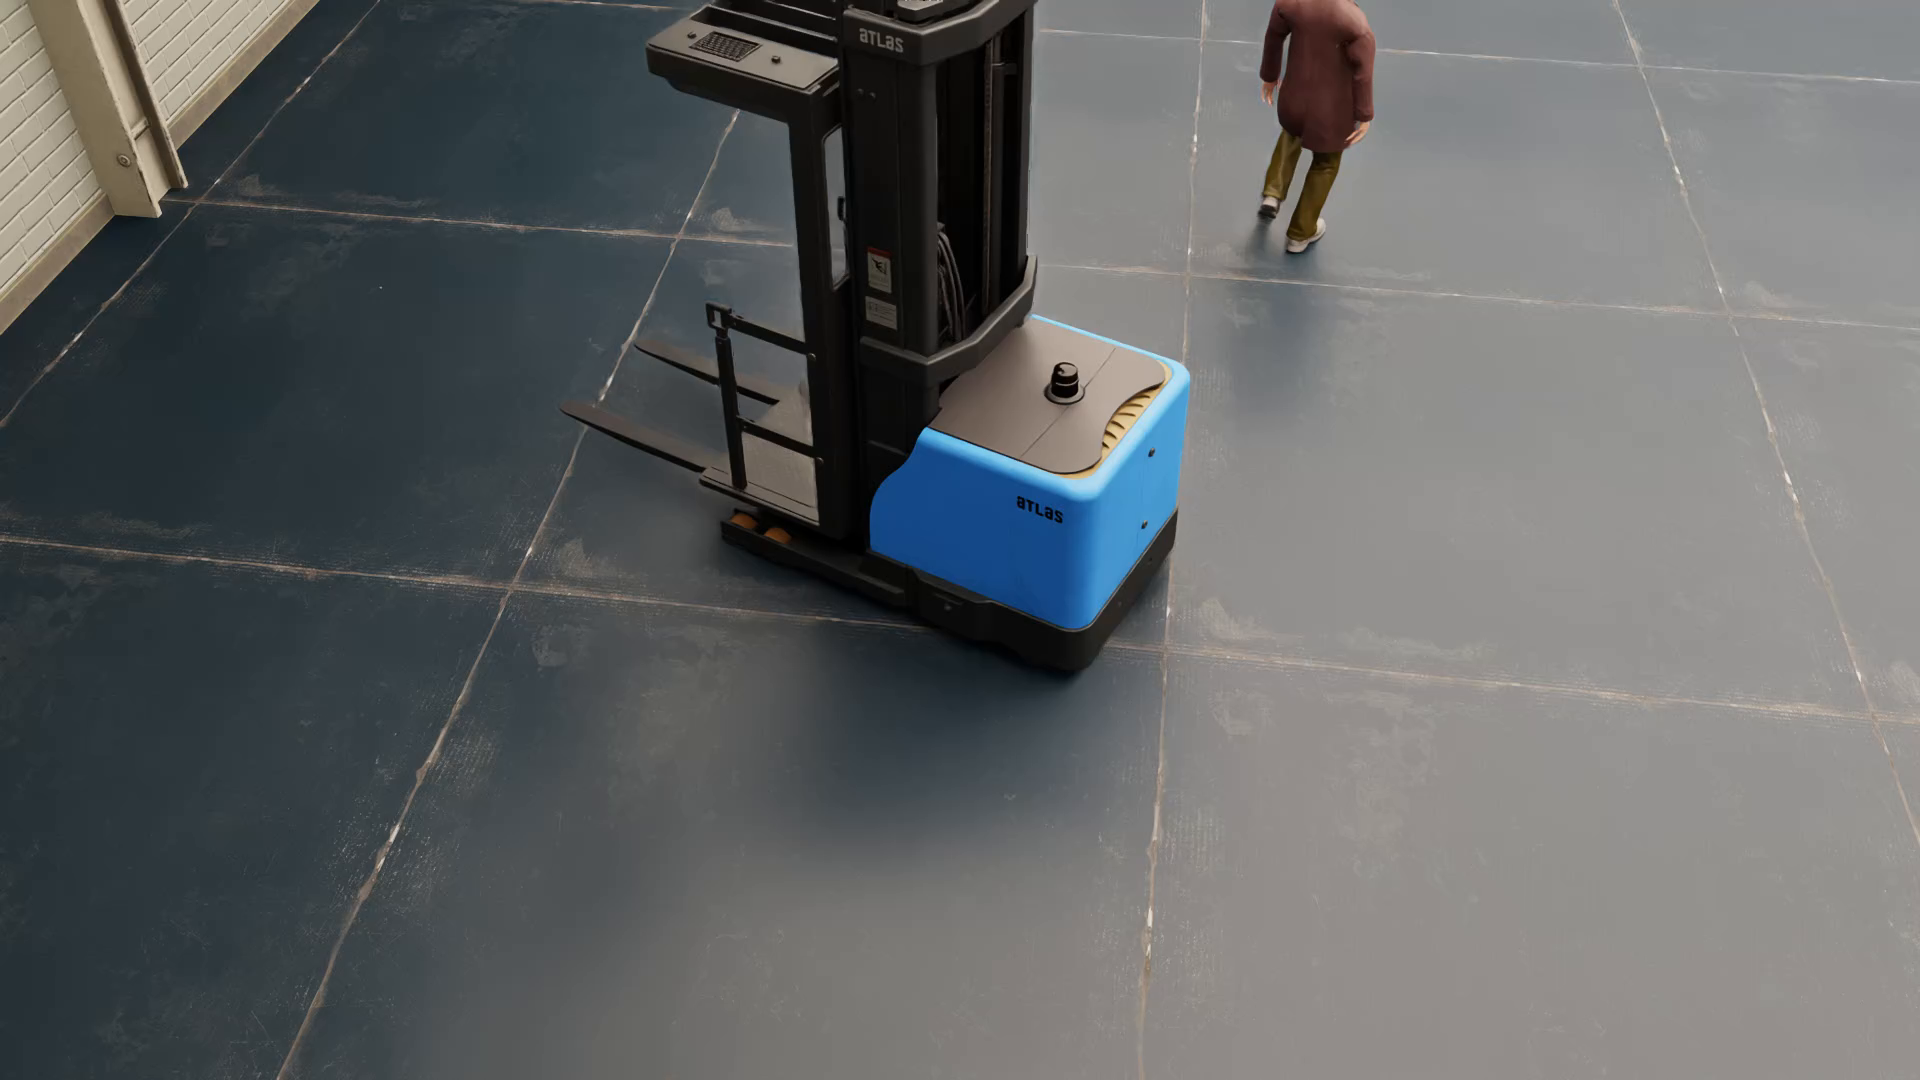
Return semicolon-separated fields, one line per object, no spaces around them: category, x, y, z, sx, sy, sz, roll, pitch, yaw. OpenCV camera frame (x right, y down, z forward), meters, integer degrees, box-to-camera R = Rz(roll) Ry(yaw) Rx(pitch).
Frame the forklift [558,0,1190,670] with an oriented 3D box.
forklift;-0.531;-1.259;7.095;3.031;2.935;1.130;22;47;22

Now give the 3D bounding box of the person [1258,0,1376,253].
person;2.009;-2.483;9.300;0.735;1.767;0.497;26;49;26
